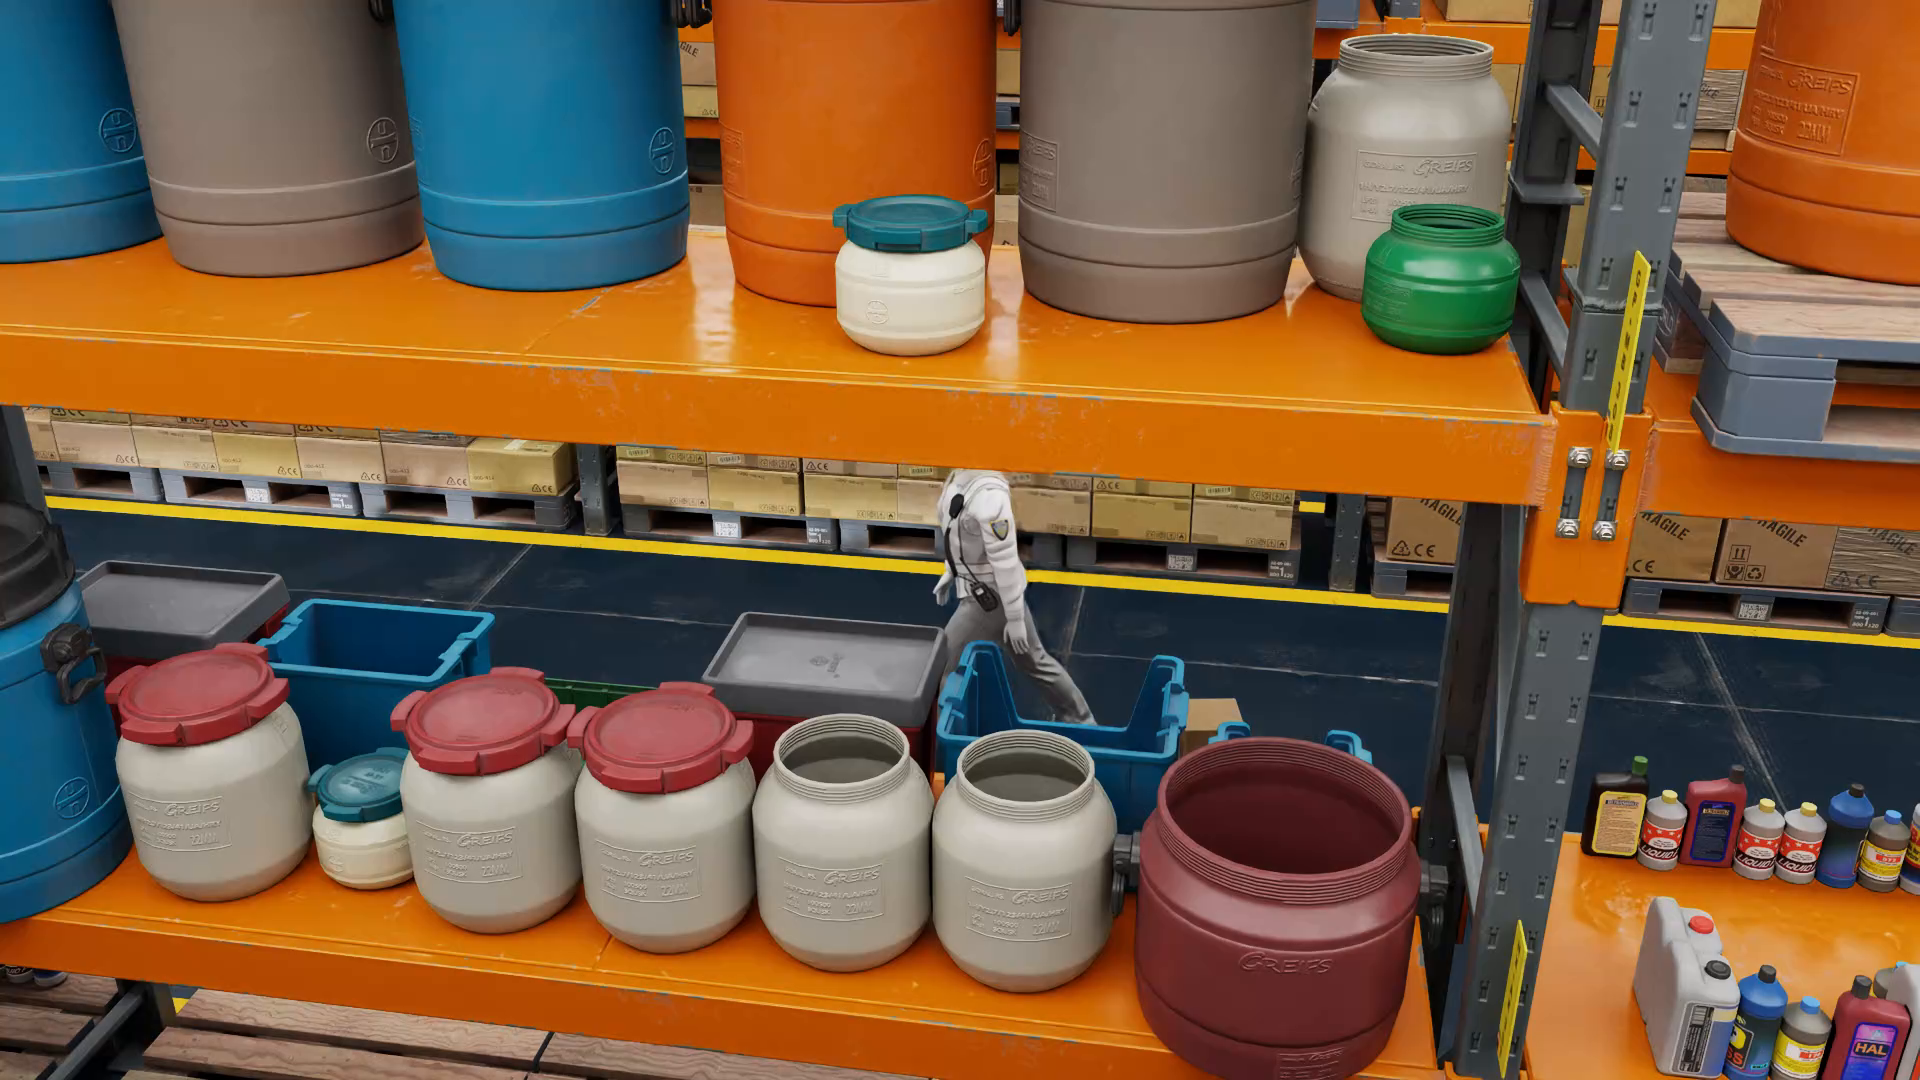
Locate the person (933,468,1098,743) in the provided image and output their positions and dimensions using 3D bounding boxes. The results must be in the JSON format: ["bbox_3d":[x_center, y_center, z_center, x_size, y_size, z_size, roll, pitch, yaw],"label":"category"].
[{"bbox_3d":[0.088,0.190,6.686,1.029,1.620,0.514,-1,25,-1],"label":"person"}]
